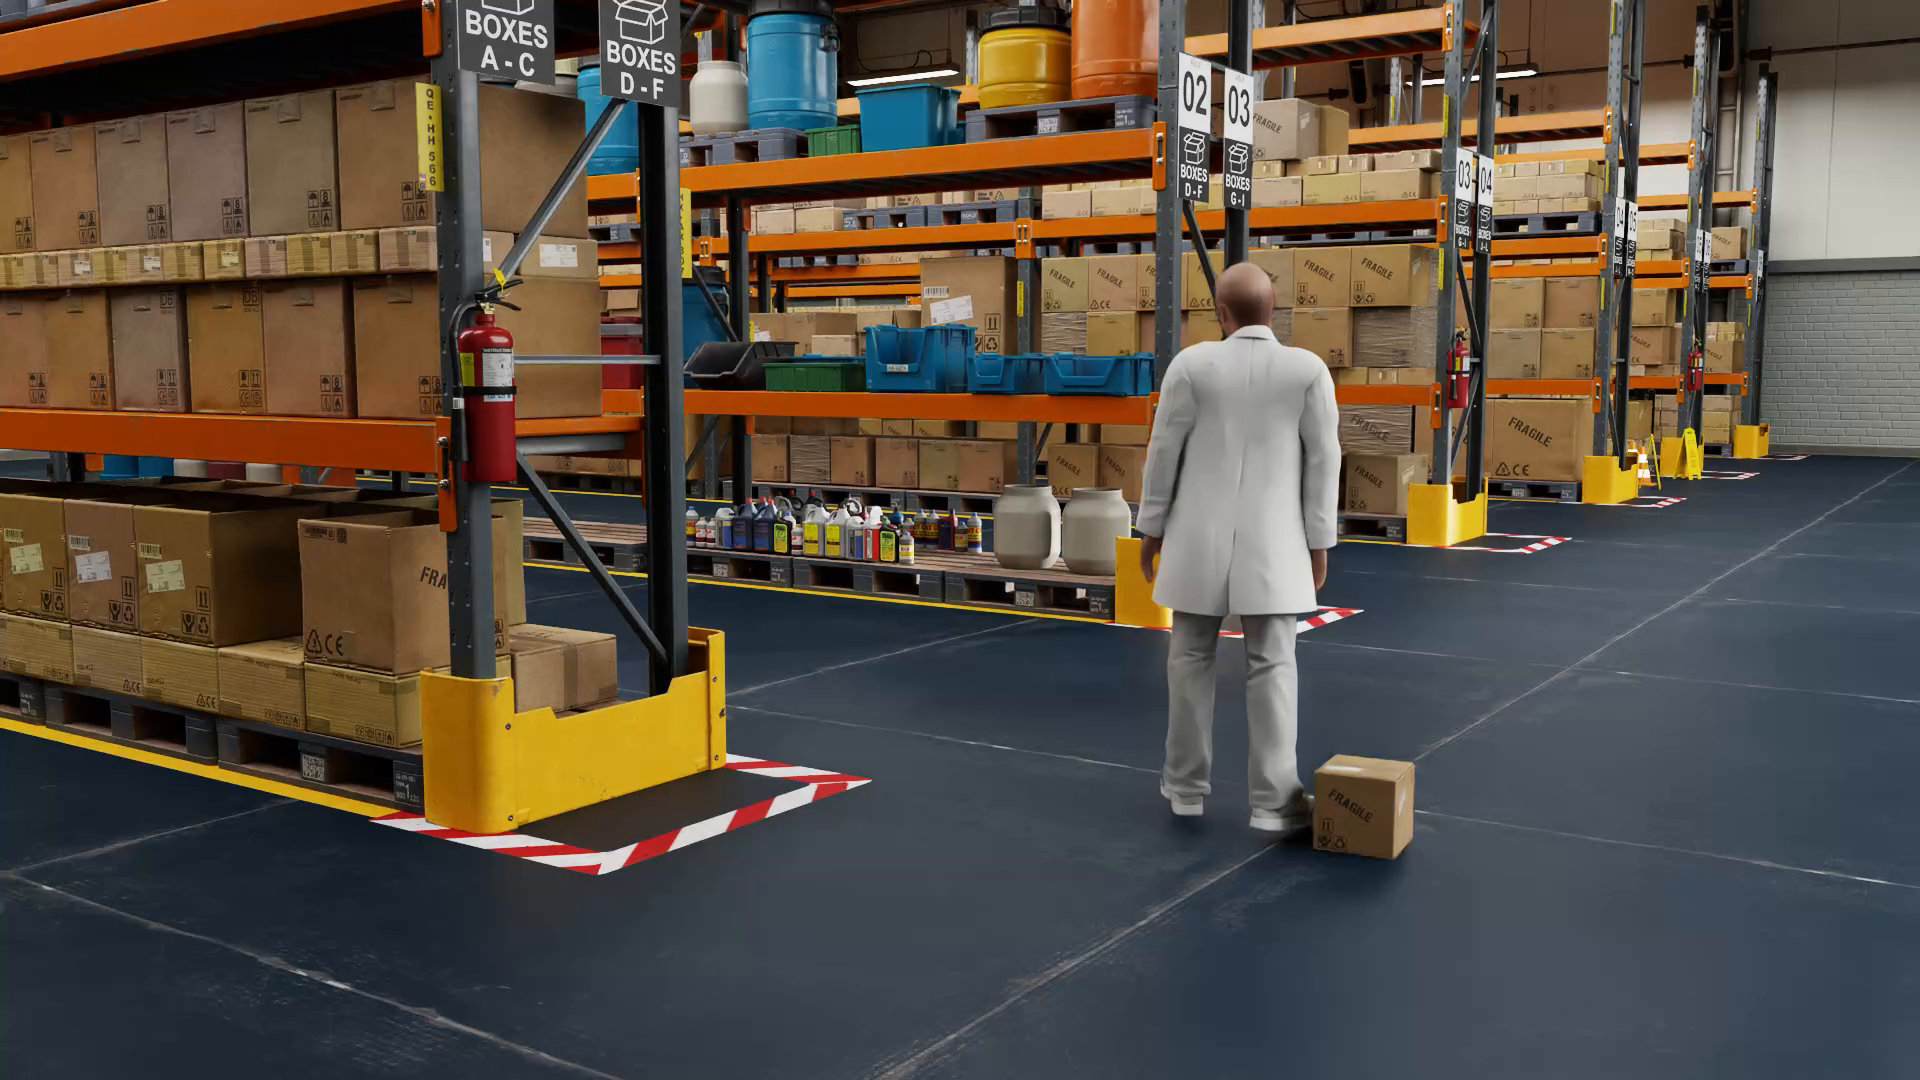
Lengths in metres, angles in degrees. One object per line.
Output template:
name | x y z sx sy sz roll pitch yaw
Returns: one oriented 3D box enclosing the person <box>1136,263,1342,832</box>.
person | 0.892 0.012 5.355 0.649 1.787 0.504 1 6 10
